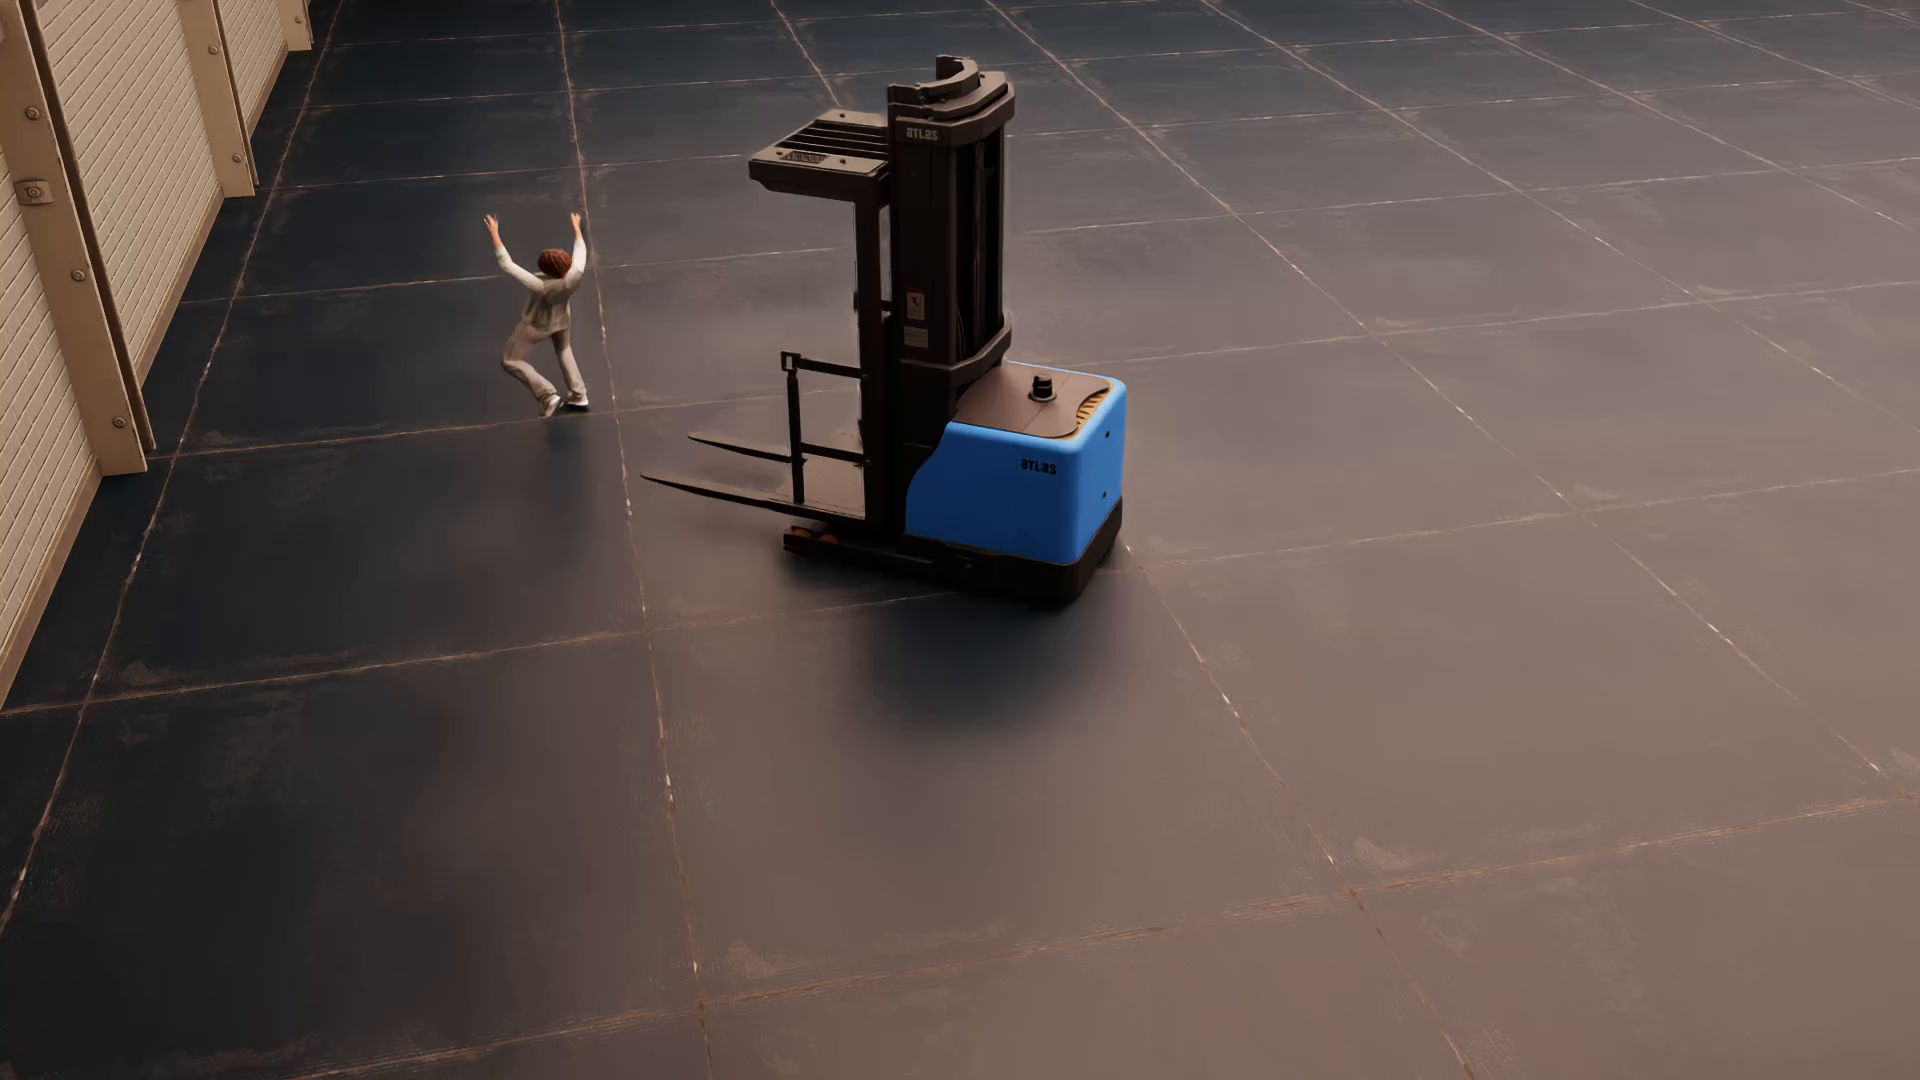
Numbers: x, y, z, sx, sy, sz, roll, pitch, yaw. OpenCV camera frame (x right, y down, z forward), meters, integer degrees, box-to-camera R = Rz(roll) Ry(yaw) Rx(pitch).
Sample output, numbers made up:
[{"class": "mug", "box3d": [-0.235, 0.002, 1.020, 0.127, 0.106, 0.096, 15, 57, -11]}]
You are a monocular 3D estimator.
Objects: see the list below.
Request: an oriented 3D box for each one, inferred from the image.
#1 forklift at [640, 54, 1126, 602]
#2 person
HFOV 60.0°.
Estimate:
[{"class": "forklift", "box3d": [-0.553, -1.366, 9.934, 3.031, 2.935, 1.130, 11, 32, 19]}, {"class": "person", "box3d": [-2.810, -1.632, 11.802, 0.600, 1.513, 0.879, 19, 35, 30]}]
